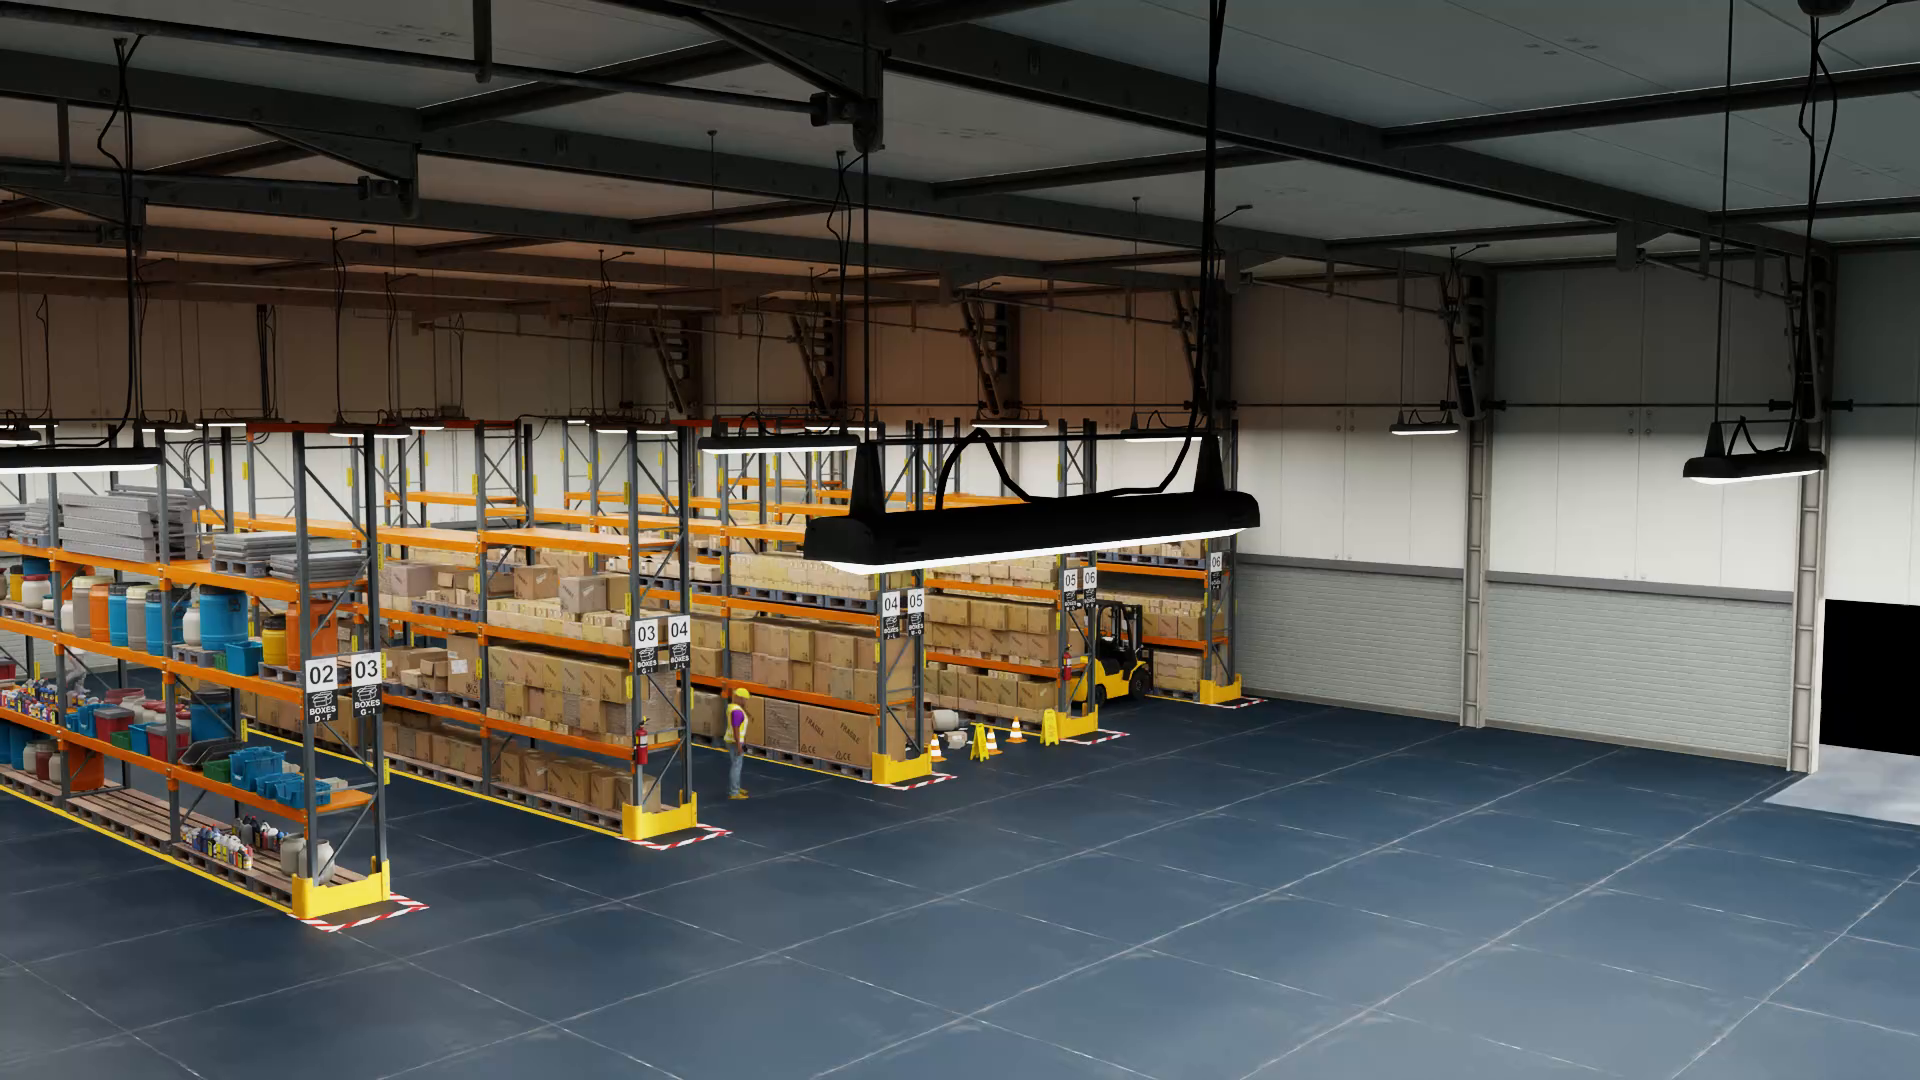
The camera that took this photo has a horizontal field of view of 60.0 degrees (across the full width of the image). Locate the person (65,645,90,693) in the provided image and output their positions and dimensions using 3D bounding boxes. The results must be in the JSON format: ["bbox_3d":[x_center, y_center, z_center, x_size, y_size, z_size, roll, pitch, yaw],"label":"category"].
[{"bbox_3d":[-19.315,2.470,36.273,0.551,1.764,0.557,-1,5,-7],"label":"person"}]

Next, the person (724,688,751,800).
[{"bbox_3d":[-3.580,3.265,26.842,0.445,1.763,0.667,-1,5,-11],"label":"person"}]

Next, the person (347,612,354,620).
[{"bbox_3d":[-13.546,2.429,37.111,0.605,1.734,0.874,-4,6,-37],"label":"person"}]
